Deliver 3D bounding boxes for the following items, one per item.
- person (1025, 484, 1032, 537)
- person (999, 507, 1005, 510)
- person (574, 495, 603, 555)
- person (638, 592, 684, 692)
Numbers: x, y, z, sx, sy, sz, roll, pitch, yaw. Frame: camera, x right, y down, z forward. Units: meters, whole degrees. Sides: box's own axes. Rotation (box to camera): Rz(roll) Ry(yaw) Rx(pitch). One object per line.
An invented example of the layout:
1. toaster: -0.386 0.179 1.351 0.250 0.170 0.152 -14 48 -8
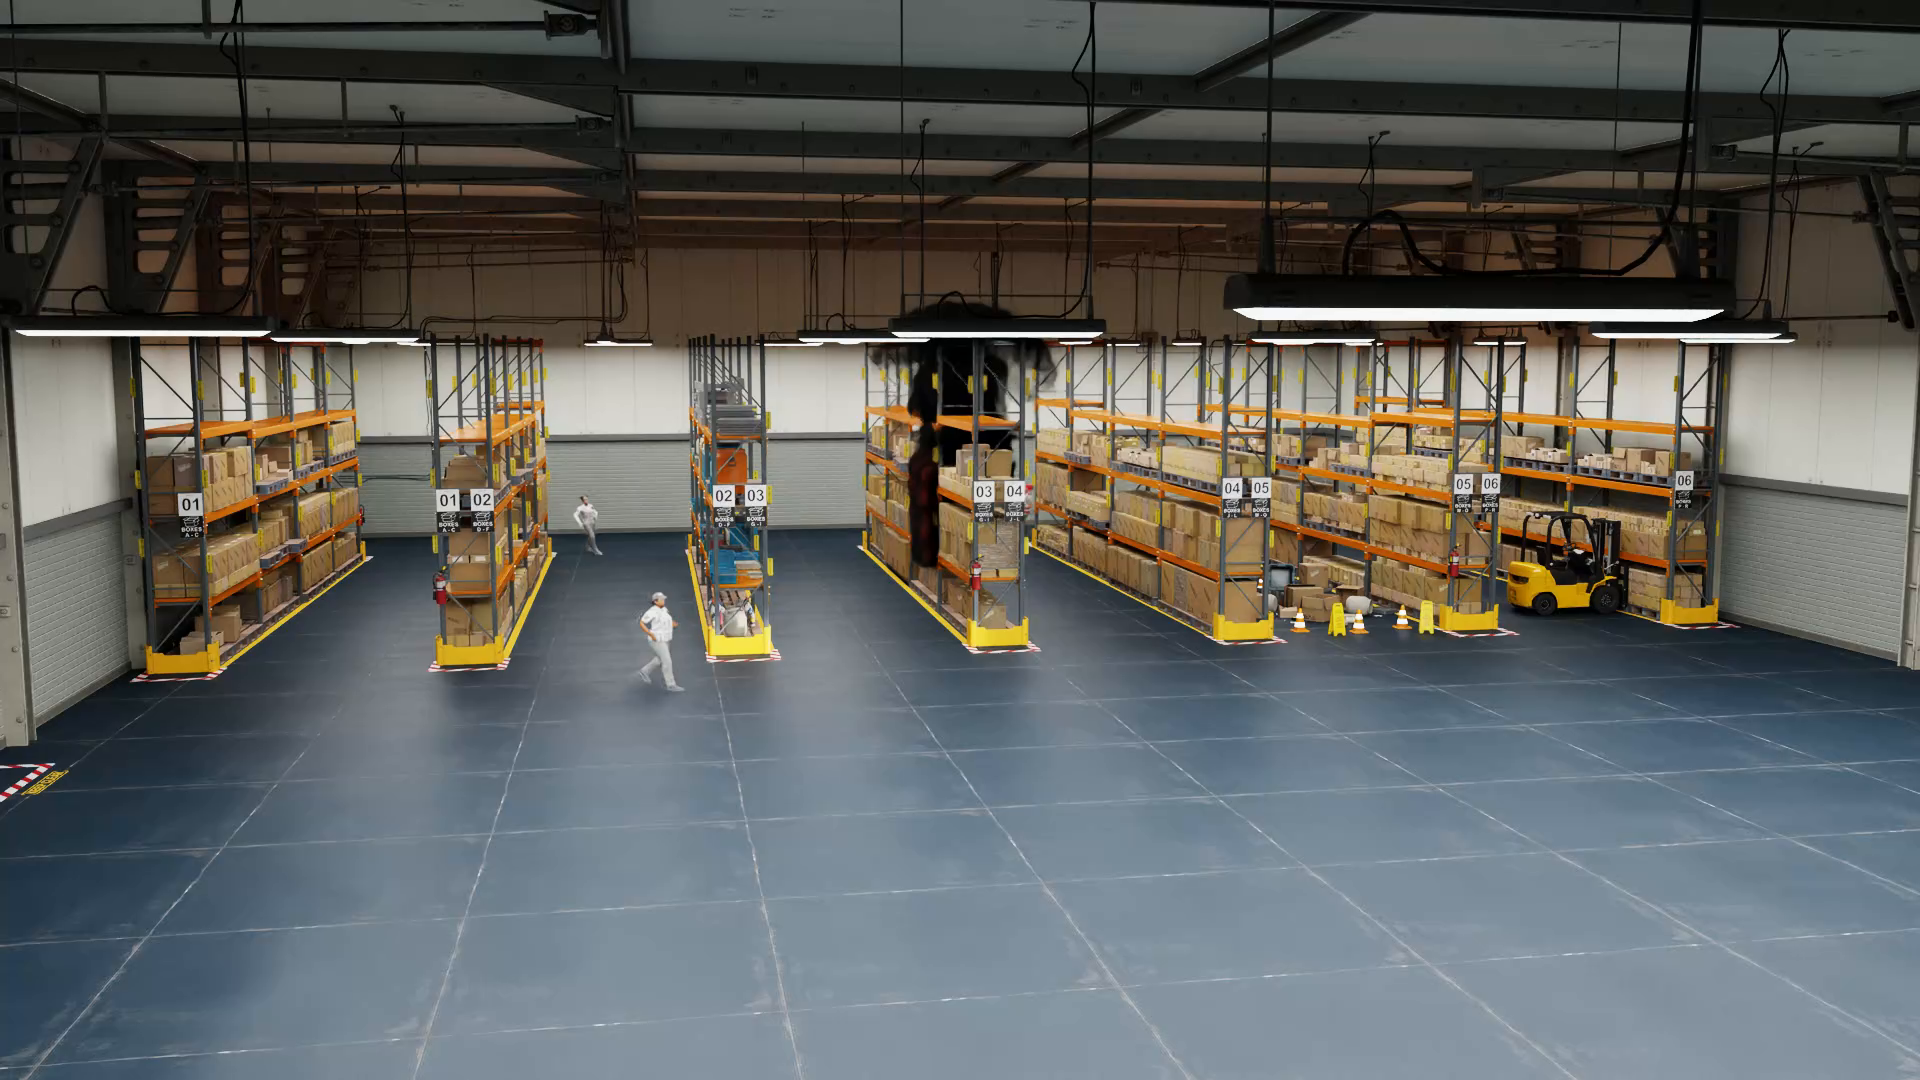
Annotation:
1. person: 1.848 -0.830 49.772 0.546 1.704 0.771 -1 7 -9
2. person: 1.069 -0.525 47.387 0.625 1.692 0.784 0 7 1
3. person: -10.383 -0.430 46.424 0.831 1.667 0.669 6 9 44
4. person: -5.046 1.694 27.925 0.933 1.646 0.613 2 7 18
